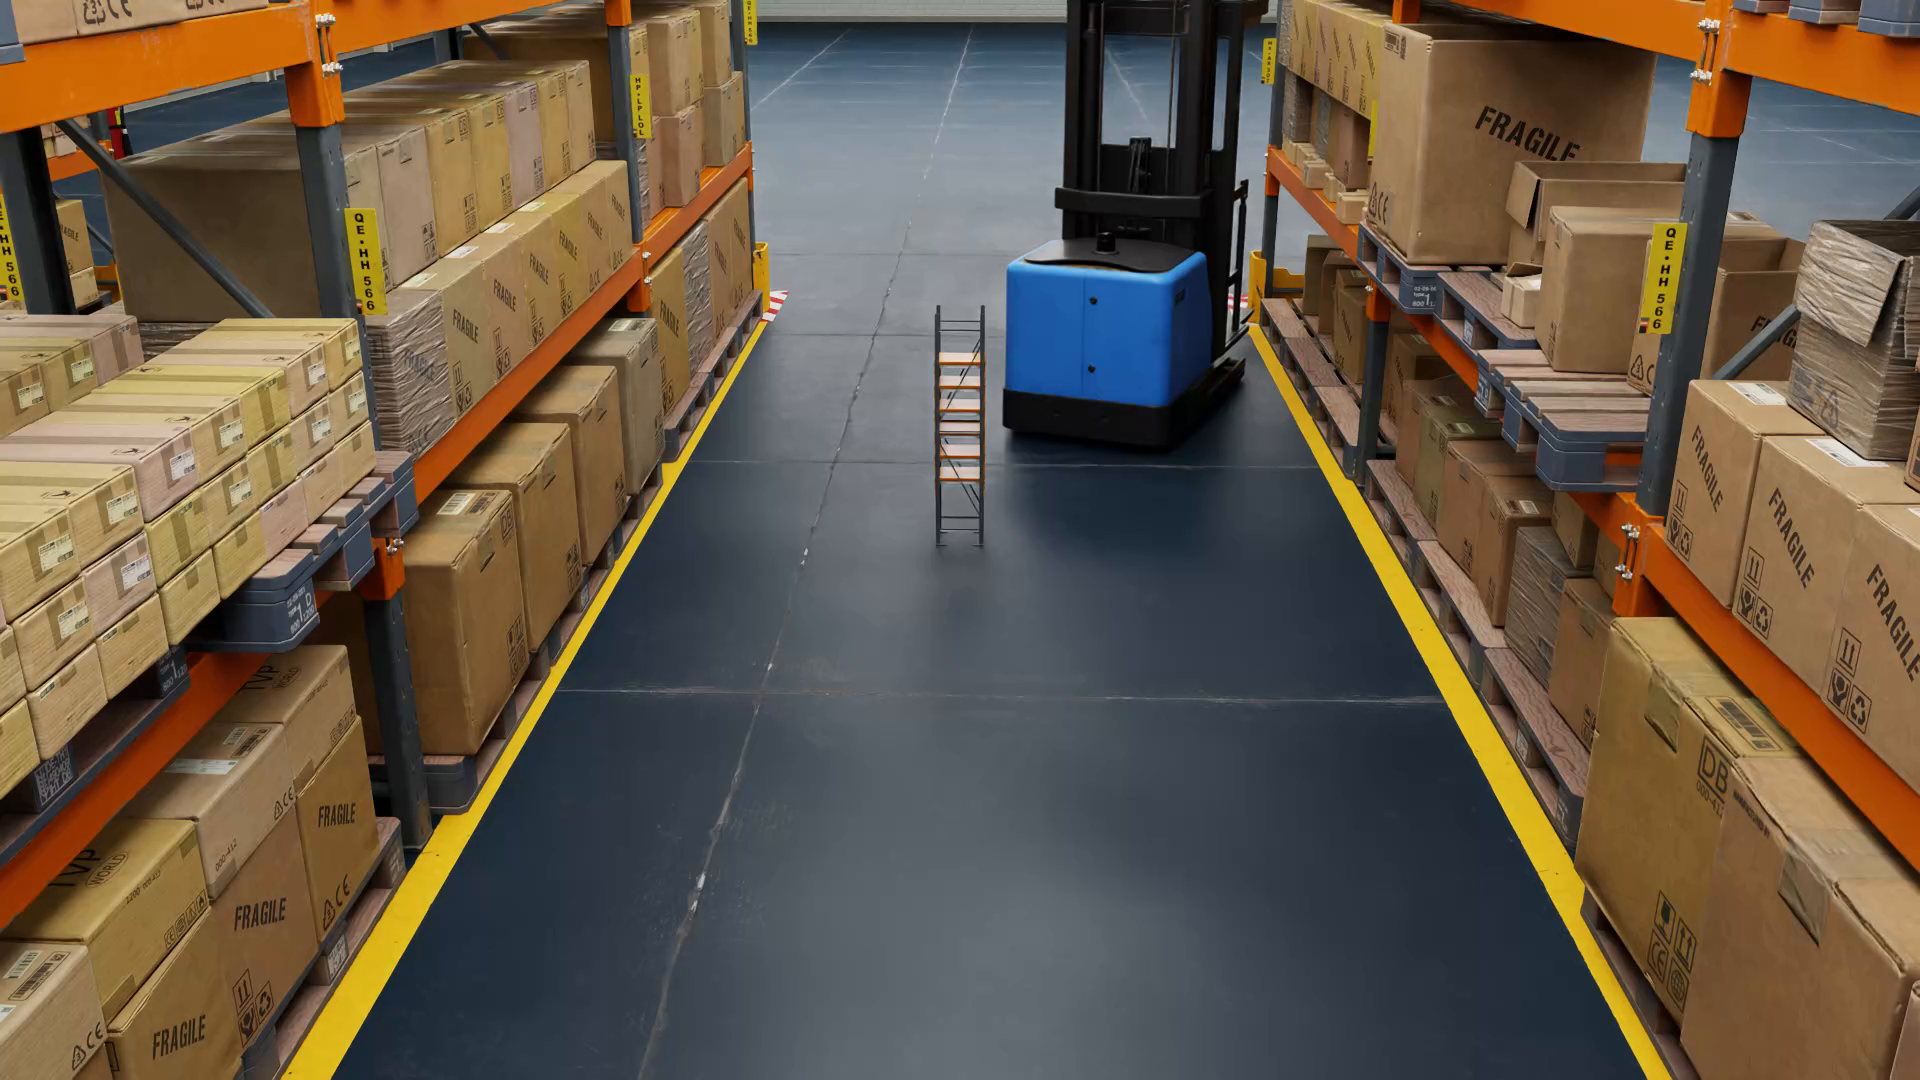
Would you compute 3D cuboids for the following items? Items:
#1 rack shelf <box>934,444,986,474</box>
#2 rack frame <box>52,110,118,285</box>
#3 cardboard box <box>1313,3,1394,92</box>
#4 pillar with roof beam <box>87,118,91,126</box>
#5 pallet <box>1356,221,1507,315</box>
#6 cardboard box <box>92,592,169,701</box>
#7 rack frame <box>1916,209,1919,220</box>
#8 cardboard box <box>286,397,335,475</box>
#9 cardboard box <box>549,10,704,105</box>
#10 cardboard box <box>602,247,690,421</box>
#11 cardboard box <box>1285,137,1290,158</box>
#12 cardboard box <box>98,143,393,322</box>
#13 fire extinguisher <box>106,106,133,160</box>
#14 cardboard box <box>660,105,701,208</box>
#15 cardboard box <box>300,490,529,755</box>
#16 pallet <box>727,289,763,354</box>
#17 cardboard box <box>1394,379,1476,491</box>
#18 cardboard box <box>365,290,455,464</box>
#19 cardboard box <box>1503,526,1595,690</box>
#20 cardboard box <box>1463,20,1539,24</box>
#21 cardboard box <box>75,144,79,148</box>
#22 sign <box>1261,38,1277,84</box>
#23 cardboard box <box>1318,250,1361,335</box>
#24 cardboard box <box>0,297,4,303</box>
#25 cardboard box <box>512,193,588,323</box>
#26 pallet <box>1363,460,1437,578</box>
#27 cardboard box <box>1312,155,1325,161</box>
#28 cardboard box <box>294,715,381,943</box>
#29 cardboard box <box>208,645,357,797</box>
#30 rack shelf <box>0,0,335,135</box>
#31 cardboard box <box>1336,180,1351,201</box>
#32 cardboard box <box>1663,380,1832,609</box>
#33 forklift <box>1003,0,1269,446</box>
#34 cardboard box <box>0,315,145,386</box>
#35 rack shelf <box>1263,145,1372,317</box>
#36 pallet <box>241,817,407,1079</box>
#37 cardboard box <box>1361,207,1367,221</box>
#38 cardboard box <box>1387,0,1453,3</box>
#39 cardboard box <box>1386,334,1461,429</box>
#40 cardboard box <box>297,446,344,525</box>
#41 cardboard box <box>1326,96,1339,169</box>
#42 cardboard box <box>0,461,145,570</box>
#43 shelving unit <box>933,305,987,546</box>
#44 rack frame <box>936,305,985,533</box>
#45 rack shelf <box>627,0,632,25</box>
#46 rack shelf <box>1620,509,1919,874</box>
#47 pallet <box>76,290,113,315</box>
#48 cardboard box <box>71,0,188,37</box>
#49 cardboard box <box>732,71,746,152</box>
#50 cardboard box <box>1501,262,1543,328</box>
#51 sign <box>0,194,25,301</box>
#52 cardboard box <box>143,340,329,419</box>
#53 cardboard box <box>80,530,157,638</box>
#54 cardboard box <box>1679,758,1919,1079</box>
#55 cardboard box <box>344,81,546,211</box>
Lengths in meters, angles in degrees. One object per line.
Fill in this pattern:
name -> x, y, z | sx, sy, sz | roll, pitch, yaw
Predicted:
rack shelf -> 0.000, -0.411, 8.385 | 0.258, 0.103, 0.180 | 1, 21, 2
rack frame -> -7.065, -3.257, 12.778 | 1.000, 3.000, 0.127 | 1, 21, 2
cardboard box -> 2.506, -3.062, 10.341 | 0.500, 0.500, 0.500 | 1, 21, 2
pillar with roof beam -> -8.281, -10.157, 22.267 | 9.100, 9.000, 0.400 | 1, 21, 2
pallet -> 2.550, -1.338, 8.096 | 1.003, 0.211, 1.213 | 1, 21, 2
cardboard box -> -1.957, 0.221, 3.578 | 0.380, 0.149, 0.250 | 1, 21, 3
rack frame -> 7.791, -3.094, 12.356 | 1.000, 3.000, 0.127 | 1, 21, 2
cardboard box -> -1.924, -0.284, 4.470 | 0.380, 0.149, 0.250 | 1, 21, 4
cardboard box -> -2.128, -3.085, 10.634 | 0.875, 0.550, 0.500 | 1, 21, 2
cardboard box -> -2.147, -1.225, 9.896 | 0.875, 0.875, 0.875 | 1, 21, 2
cardboard box -> 2.567, -2.841, 12.051 | 0.380, 0.149, 0.250 | 1, 21, 2
cardboard box -> -2.334, -1.022, 5.496 | 0.700, 0.500, 0.500 | 1, 21, 1
fire extinguisher -> -6.601, -3.258, 12.885 | 0.296, 0.674, 0.183 | 1, 21, 2
cardboard box -> -2.109, -2.390, 10.334 | 0.875, 0.550, 0.550 | 1, 21, 2
cardboard box -> -2.249, 0.287, 6.172 | 1.050, 0.750, 0.750 | 0, 21, 1
pallet -> -2.060, -1.650, 12.489 | 1.003, 0.211, 1.213 | 1, 21, 2
cardboard box -> 2.678, -0.520, 8.570 | 0.700, 0.500, 0.500 | -1, 21, -3
cardboard box -> -2.074, -0.553, 5.669 | 0.500, 0.500, 0.500 | 1, 21, 2
cardboard box -> 2.601, 0.261, 6.557 | 0.700, 0.500, 0.500 | -1, 21, -3
cardboard box -> 2.986, -2.514, 8.929 | 0.500, 0.500, 0.500 | 1, 21, 2
cardboard box -> -6.863, -3.003, 12.468 | 0.380, 0.149, 0.250 | 1, 21, 3
sign -> 2.298, -3.558, 12.355 | 0.100, 0.325, 0.005 | 1, 21, 2
cardboard box -> 2.821, -1.737, 11.733 | 0.500, 0.500, 0.500 | 6, 22, 16
cardboard box -> -6.864, -1.857, 11.353 | 0.500, 0.500, 0.500 | 0, 21, 0
cardboard box -> -2.015, -1.283, 7.550 | 0.500, 0.500, 0.500 | 1, 21, 2
pallet -> 2.696, -0.121, 8.548 | 1.003, 0.211, 1.213 | 1, 21, 2
cardboard box -> 2.562, -2.479, 11.118 | 0.380, 0.149, 0.250 | 1, 21, 2
cardboard box -> -2.116, 0.863, 5.032 | 0.500, 0.500, 0.500 | 1, 21, 1
cardboard box -> -2.116, 0.523, 4.872 | 0.500, 0.250, 0.500 | 0, 21, 0
rack shelf -> -2.418, -0.687, 3.000 | 1.077, 0.370, 4.000 | 1, 21, 2
cardboard box -> 2.519, -2.117, 10.187 | 0.380, 0.149, 0.250 | 1, 21, 2
cardboard box -> 2.310, -0.130, 4.578 | 0.500, 0.500, 0.500 | 1, 21, 3
forklift -> 1.289, -2.415, 10.701 | 1.130, 2.935, 3.031 | 8, 23, 21
cardboard box -> -2.565, -0.536, 4.709 | 0.380, 0.149, 0.250 | 1, 21, 2
rack shelf -> 2.779, -2.090, 10.763 | 1.077, 0.370, 4.000 | 1, 21, 2
pallet -> -2.383, 1.236, 5.053 | 1.003, 0.211, 1.213 | 1, 21, 2
cardboard box -> 2.448, -1.756, 9.256 | 0.380, 0.149, 0.250 | 1, 21, 2
cardboard box -> 3.043, -3.237, 10.792 | 0.500, 0.500, 0.500 | 1, 21, 2
cardboard box -> 2.771, -0.877, 9.517 | 0.500, 0.500, 0.500 | 0, 21, 0
cardboard box -> -1.923, -0.153, 4.542 | 0.380, 0.149, 0.250 | 1, 21, 1
cardboard box -> 2.816, -2.592, 10.513 | 0.875, 0.500, 0.500 | 1, 21, 2
cardboard box -> -1.956, -0.053, 3.464 | 0.380, 0.149, 0.250 | 2, 21, 4
shelving unit -> 0.000, -0.565, 8.325 | 0.258, 1.200, 0.189 | 1, 21, 2
rack frame -> 0.003, -0.598, 8.411 | 0.240, 1.200, 0.006 | 1, 21, 2
rack shelf -> -2.175, -3.579, 10.455 | 1.077, 0.370, 4.000 | 1, 21, 2
rack shelf -> 2.536, 0.803, 3.308 | 1.077, 0.370, 4.000 | 1, 21, 2
pallet -> -7.127, -1.637, 12.455 | 1.003, 0.211, 1.213 | 1, 21, 2
cardboard box -> -2.123, -1.402, 3.710 | 0.500, 0.500, 0.500 | 1, 21, 2
cardboard box -> -2.080, -3.175, 12.357 | 0.875, 0.550, 0.550 | 1, 21, 2
cardboard box -> 2.378, -0.995, 6.552 | 0.396, 0.266, 0.258 | 0, 21, 0
sign -> -2.912, -0.892, 5.080 | 0.100, 0.325, 0.005 | 1, 21, 2
cardboard box -> -1.924, -0.430, 4.435 | 0.380, 0.149, 0.250 | 0, 21, 1
cardboard box -> -1.955, 0.086, 3.517 | 0.380, 0.149, 0.250 | 1, 21, 3
cardboard box -> 2.520, 1.110, 3.877 | 1.225, 0.875, 0.875 | 1, 21, 2
cardboard box -> -2.275, -1.758, 7.392 | 0.700, 0.500, 0.500 | 1, 21, 2
